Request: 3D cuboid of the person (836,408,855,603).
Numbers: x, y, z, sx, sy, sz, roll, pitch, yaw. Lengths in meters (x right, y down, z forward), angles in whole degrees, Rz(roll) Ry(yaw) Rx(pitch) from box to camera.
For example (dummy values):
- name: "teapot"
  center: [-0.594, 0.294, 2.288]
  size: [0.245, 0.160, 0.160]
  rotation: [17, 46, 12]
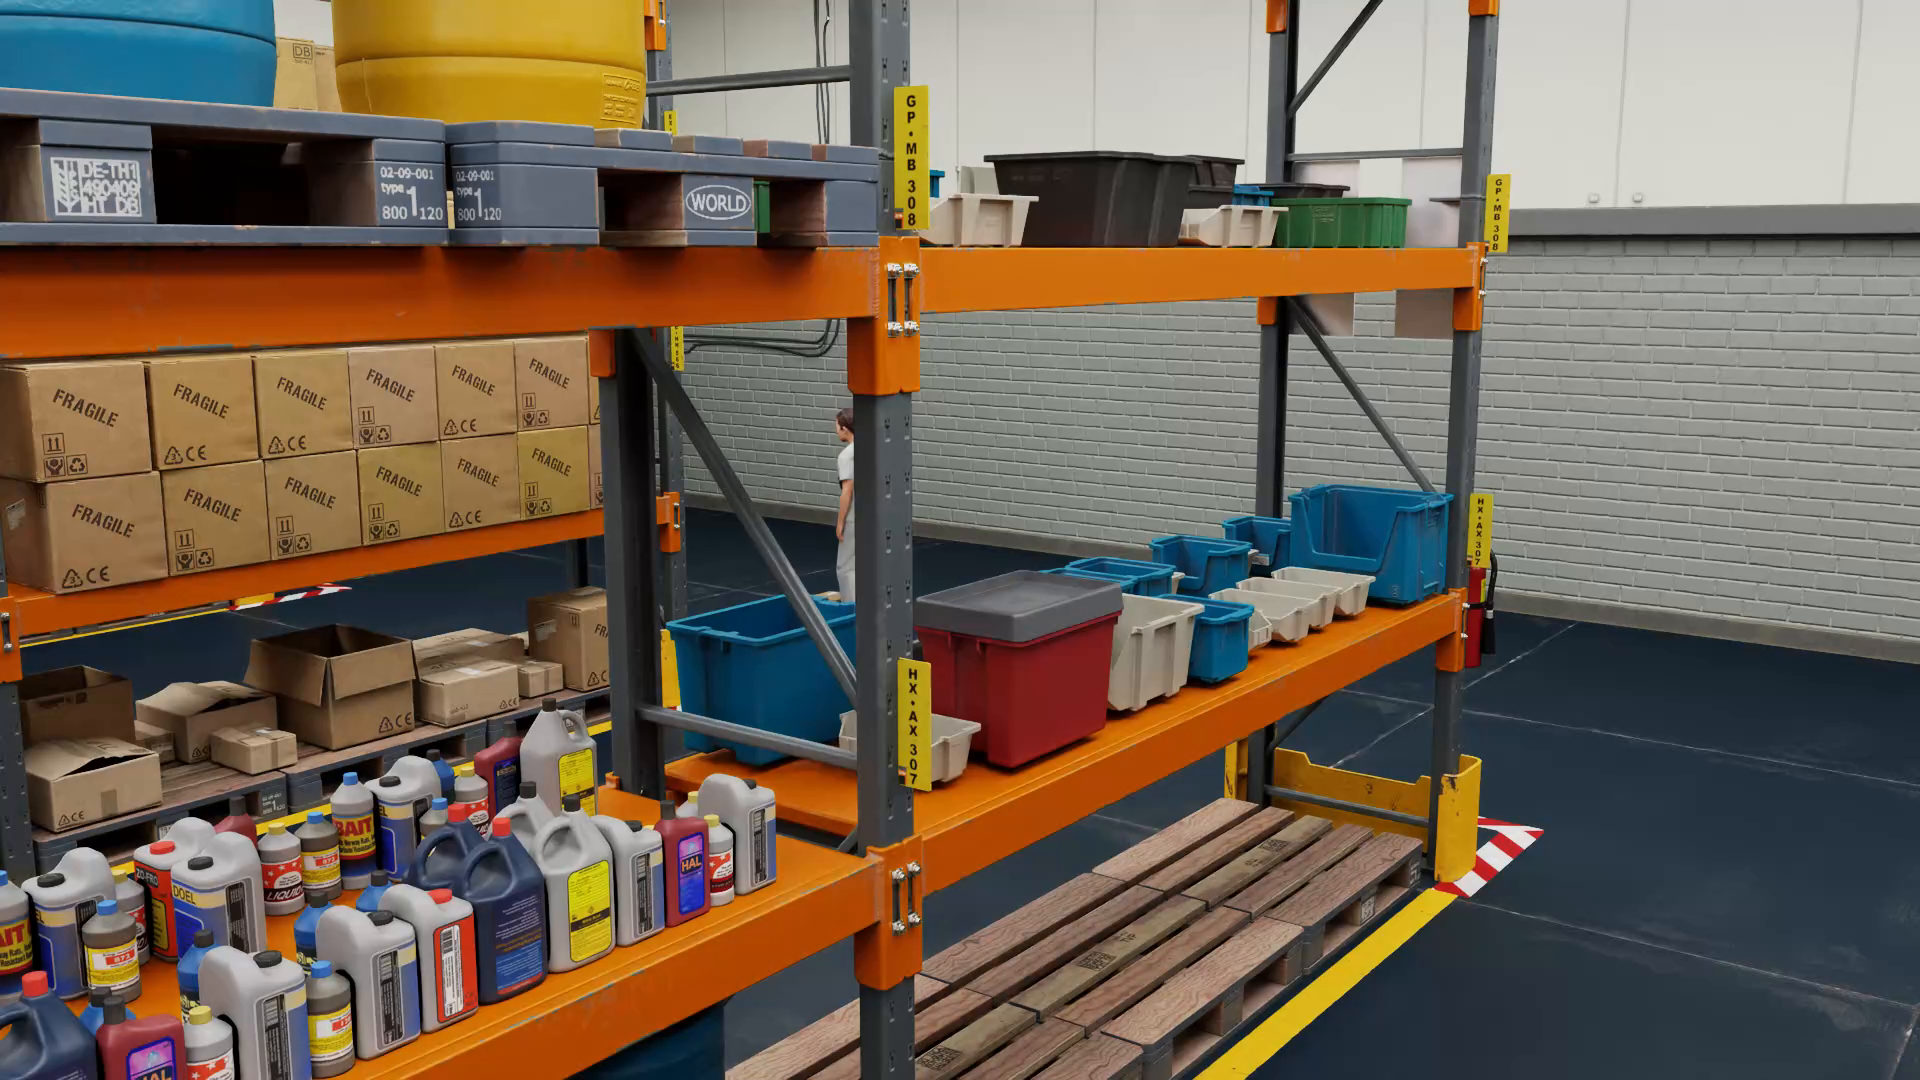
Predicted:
- name: "person"
  center: [-0.742, -0.128, 12.200]
  size: [0.362, 1.650, 0.499]
  rotation: [7, 12, 33]
